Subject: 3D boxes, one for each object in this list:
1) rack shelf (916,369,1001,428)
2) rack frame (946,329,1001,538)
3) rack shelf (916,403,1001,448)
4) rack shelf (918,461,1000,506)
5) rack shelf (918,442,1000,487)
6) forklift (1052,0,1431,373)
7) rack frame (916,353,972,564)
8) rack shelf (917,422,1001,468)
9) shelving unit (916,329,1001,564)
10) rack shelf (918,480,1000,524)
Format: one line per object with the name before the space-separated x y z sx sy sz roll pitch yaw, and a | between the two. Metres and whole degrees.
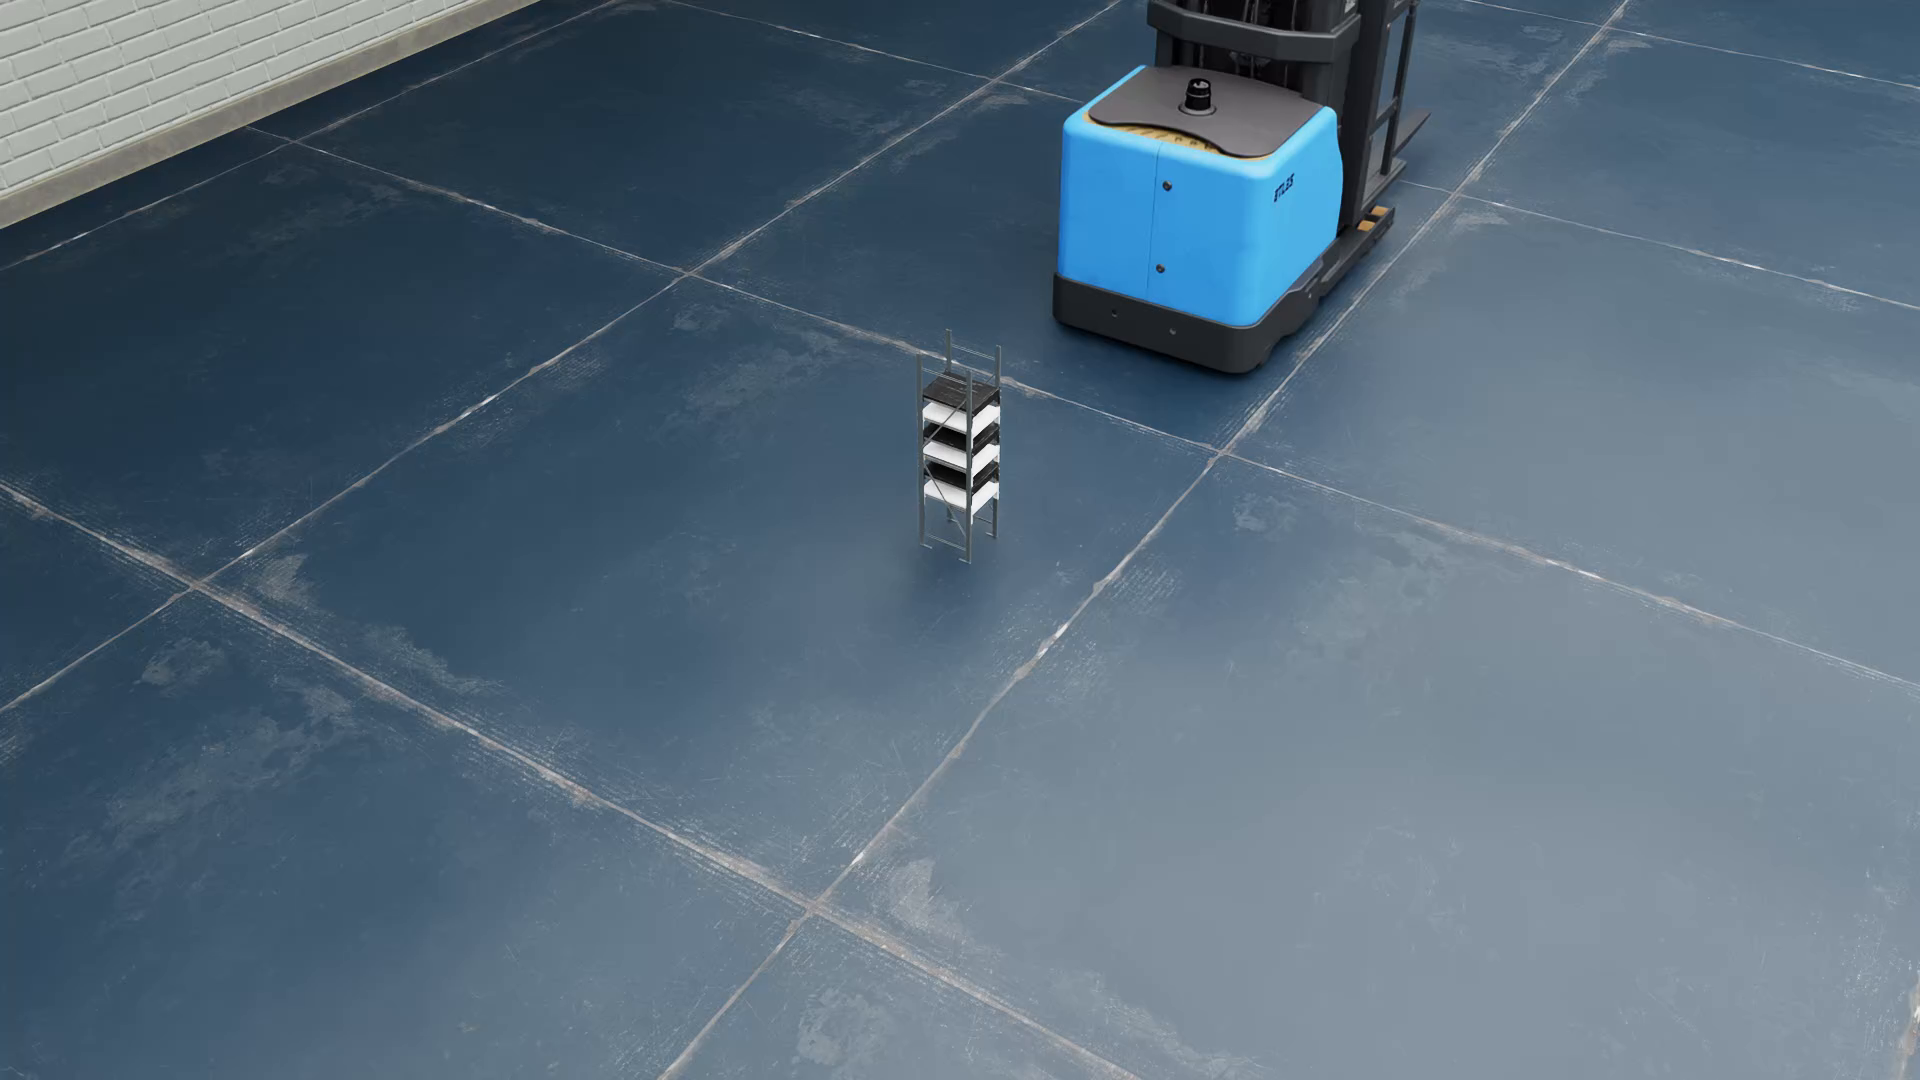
rack shelf | -0.004 -0.540 6.325 0.258 0.077 0.200 21 42 25
rack frame | 0.050 -0.405 6.538 0.240 0.900 0.006 21 42 25
rack shelf | -0.004 -0.468 6.380 0.258 0.077 0.200 21 42 25
rack shelf | -0.004 -0.255 6.545 0.258 0.077 0.200 21 42 25
rack shelf | -0.004 -0.326 6.490 0.258 0.077 0.200 21 42 25
forklift | 1.647 -2.798 7.979 1.130 2.935 3.031 21 42 24
rack frame | -0.059 -0.300 6.402 0.240 0.900 0.006 21 42 25
rack shelf | -0.004 -0.397 6.435 0.258 0.077 0.200 21 42 25
shelving unit | -0.004 -0.352 6.470 0.258 0.900 0.210 21 42 25
rack shelf | -0.004 -0.183 6.600 0.258 0.077 0.200 21 42 25
